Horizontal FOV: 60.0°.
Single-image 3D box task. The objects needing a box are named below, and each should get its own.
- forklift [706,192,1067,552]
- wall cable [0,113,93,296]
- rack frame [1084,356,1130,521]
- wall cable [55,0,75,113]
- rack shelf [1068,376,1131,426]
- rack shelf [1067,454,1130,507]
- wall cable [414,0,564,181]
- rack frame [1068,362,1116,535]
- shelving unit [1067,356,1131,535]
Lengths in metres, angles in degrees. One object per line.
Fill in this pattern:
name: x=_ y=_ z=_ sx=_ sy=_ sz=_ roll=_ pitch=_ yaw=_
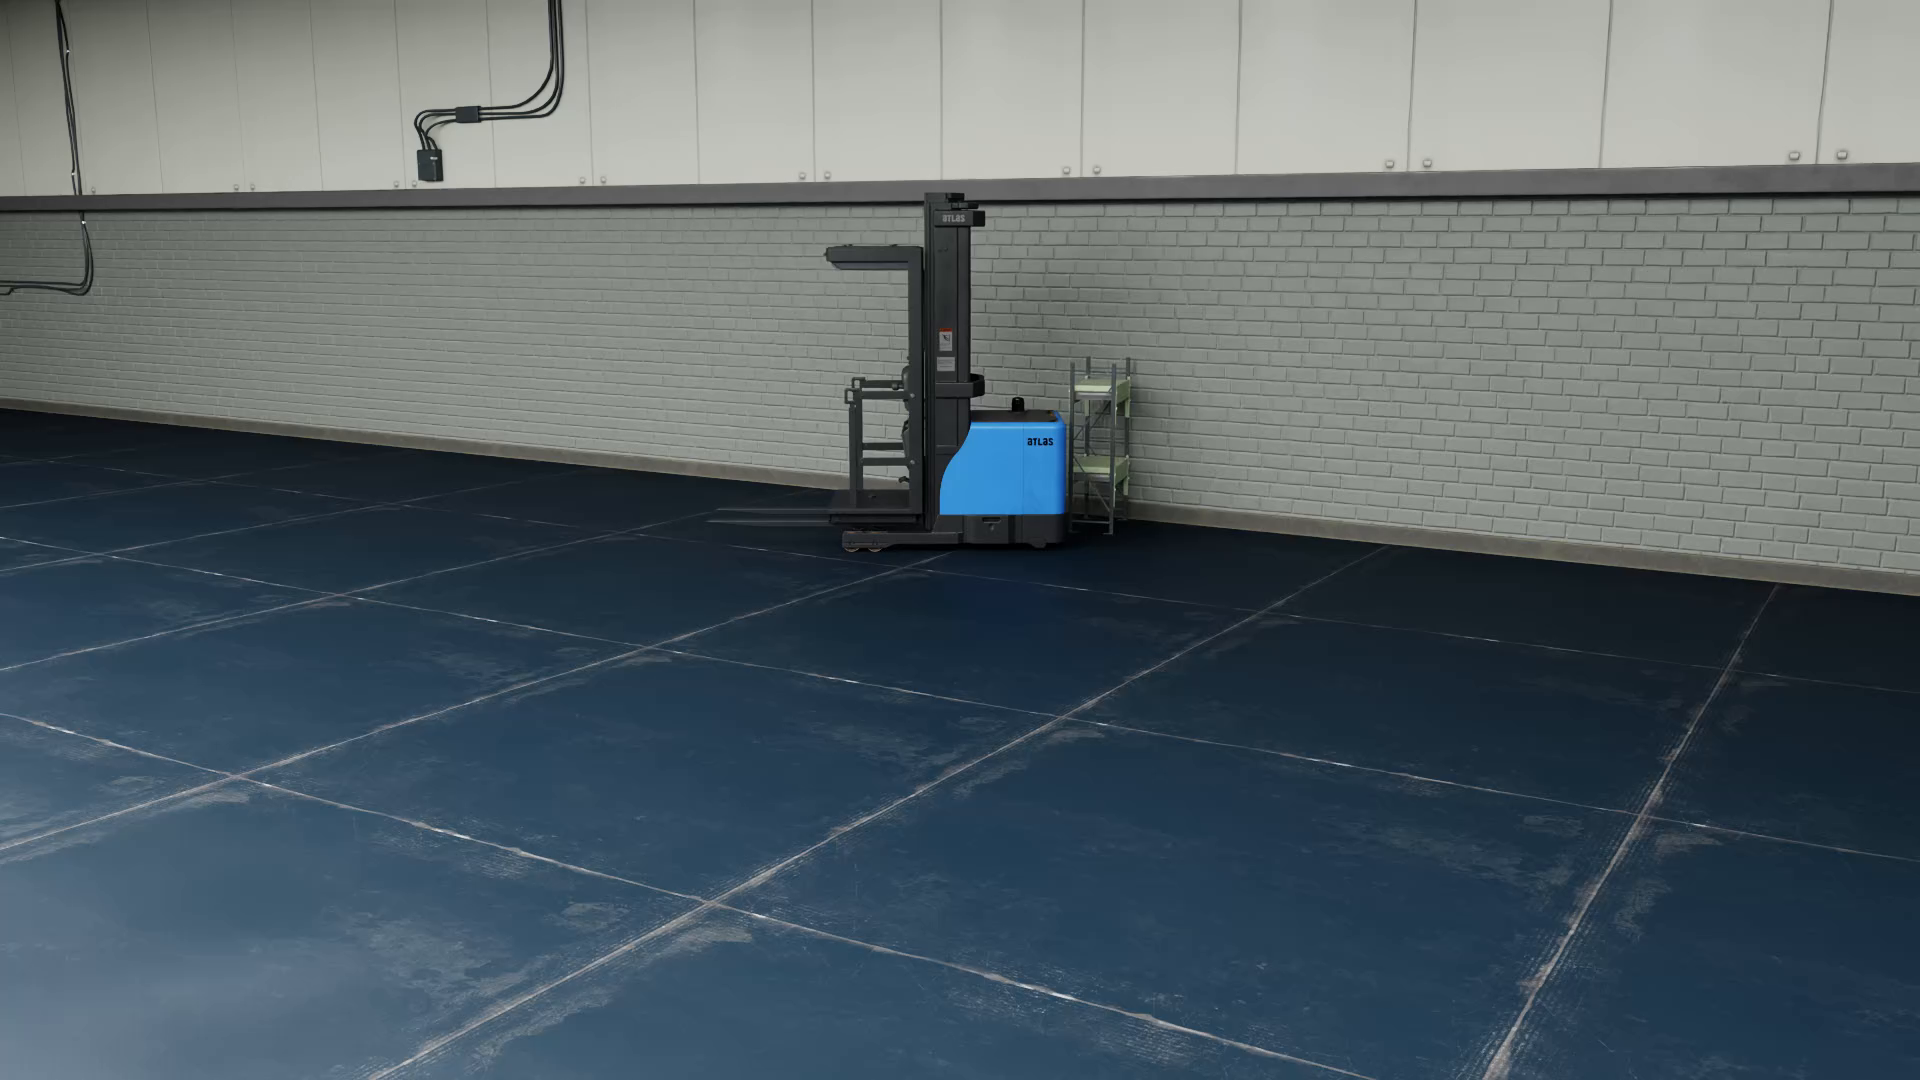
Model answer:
forklift: x=-0.623 y=-1.440 z=14.096 sx=3.031 sy=2.935 sz=1.130 roll=0 pitch=11 yaw=0
wall cable: x=-13.443 y=-4.766 z=23.813 sx=3.097 sy=2.526 sz=0.112 roll=6 pitch=12 yaw=31
rack frame: x=1.347 y=-0.927 z=15.242 sx=0.400 sy=1.500 sz=0.023 roll=3 pitch=11 yaw=15
wall cable: x=-11.131 y=-6.990 z=21.967 sx=3.097 sy=2.526 sz=0.112 roll=6 pitch=12 yaw=31
rack shelf: x=1.250 y=-1.245 z=14.823 sx=0.431 sy=0.370 sz=0.720 roll=3 pitch=11 yaw=15
rack shelf: x=1.250 y=-0.541 z=14.955 sx=0.431 sy=0.370 sz=0.720 roll=3 pitch=11 yaw=15
wall cable: x=-5.338 y=-7.055 z=18.356 sx=2.305 sy=6.003 sz=0.169 roll=6 pitch=12 yaw=31
rack frame: x=1.154 y=-0.797 z=14.548 sx=0.400 sy=1.500 sz=0.023 roll=3 pitch=11 yaw=15
shelving unit: x=1.250 y=-0.862 z=14.895 sx=0.431 sy=1.500 sz=0.755 roll=3 pitch=11 yaw=15
